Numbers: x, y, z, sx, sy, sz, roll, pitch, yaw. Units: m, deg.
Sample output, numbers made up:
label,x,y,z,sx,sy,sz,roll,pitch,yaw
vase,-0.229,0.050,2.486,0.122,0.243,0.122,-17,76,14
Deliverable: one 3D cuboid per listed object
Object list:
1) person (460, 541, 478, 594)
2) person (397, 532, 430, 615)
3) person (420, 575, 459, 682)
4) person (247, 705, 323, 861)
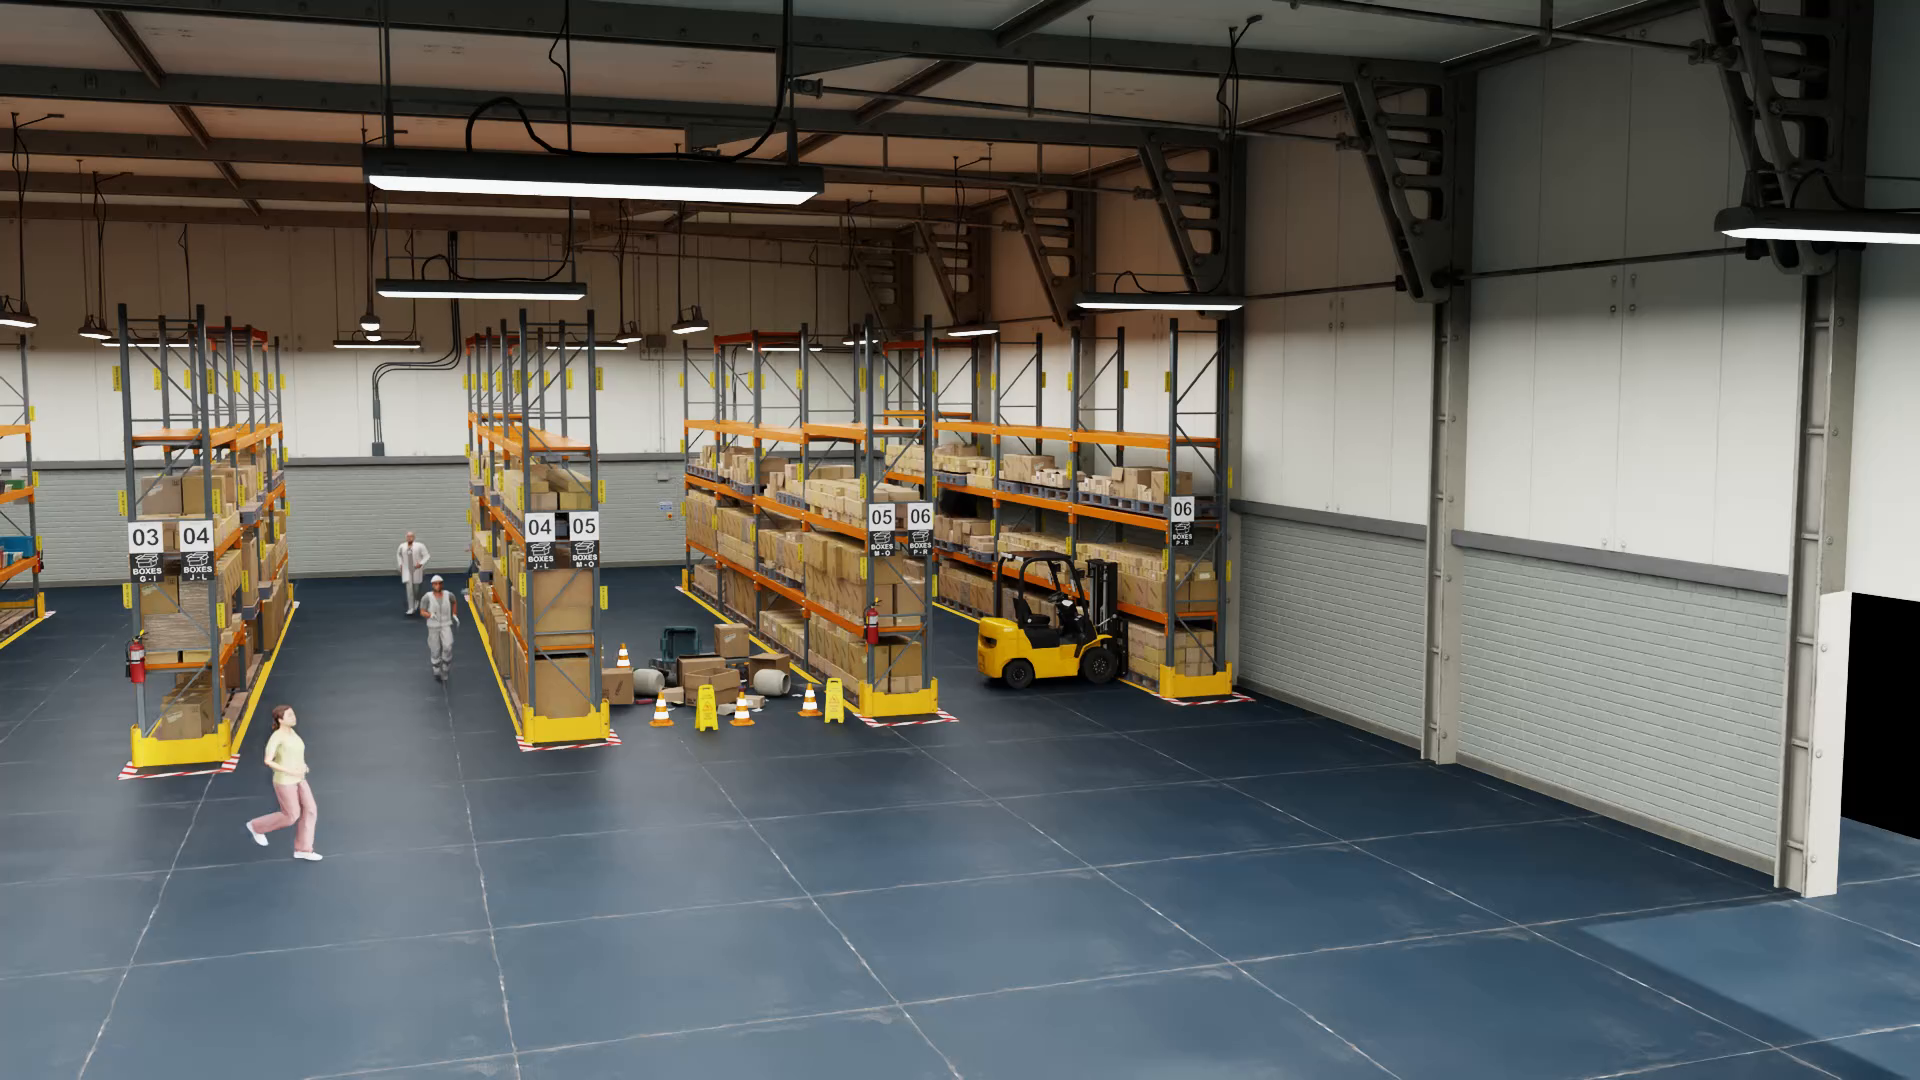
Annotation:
label,x,y,z,sx,sy,sz,roll,pitch,yaw
person,-11.441,0.467,39.414,0.783,1.599,0.615,-3,6,-27
person,-11.814,0.692,35.935,0.708,1.765,0.950,-1,5,-9
person,-8.687,1.480,27.798,0.643,1.796,0.805,-2,6,-22
person,-7.090,2.543,17.463,0.791,1.654,0.579,1,5,7
